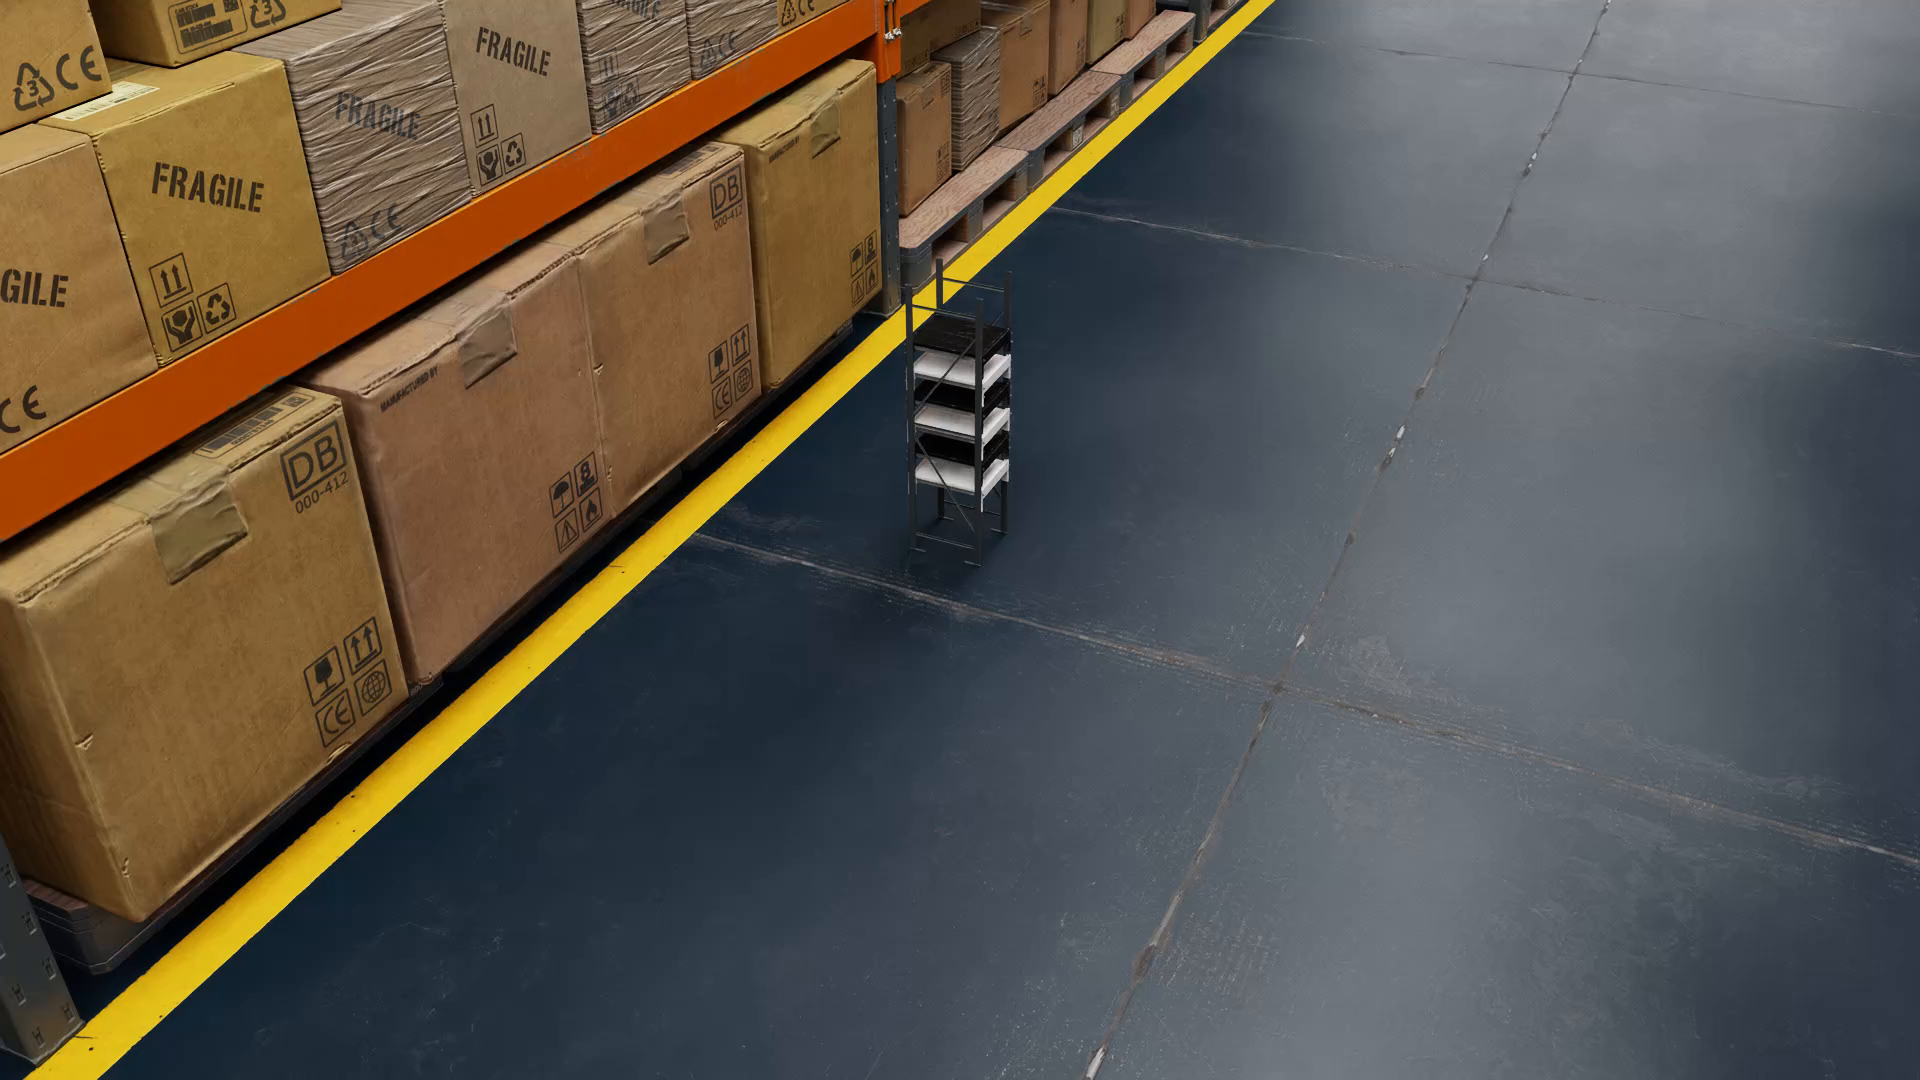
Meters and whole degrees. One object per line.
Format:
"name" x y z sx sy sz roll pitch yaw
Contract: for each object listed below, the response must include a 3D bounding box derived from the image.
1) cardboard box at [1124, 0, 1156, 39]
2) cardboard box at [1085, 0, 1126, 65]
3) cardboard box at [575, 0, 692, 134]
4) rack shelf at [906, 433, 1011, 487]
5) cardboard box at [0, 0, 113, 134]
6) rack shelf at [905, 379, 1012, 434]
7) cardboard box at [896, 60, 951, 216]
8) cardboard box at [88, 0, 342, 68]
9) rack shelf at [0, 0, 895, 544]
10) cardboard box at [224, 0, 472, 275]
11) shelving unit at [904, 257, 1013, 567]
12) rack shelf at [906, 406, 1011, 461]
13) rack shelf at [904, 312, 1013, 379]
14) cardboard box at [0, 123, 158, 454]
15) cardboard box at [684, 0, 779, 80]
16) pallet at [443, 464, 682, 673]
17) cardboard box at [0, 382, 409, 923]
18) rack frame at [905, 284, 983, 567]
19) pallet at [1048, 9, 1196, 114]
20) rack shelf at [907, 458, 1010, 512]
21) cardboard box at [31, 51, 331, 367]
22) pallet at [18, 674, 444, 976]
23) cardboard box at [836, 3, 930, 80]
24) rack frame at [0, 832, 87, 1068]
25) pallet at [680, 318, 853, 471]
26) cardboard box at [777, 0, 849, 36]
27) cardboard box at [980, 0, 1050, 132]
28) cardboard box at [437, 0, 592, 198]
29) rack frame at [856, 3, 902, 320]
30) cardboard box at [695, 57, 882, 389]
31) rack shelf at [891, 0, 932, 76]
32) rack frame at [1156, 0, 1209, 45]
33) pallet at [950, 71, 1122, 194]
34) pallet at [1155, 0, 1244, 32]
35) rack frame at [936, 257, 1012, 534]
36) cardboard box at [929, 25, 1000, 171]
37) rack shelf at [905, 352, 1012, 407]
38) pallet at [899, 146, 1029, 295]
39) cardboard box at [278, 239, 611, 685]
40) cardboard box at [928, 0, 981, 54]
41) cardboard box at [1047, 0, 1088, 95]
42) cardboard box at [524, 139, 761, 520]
"cardboard box" 0.682 -3.099 9.119 0.700 0.500 0.500 11 35 17
"cardboard box" 0.466 -2.866 8.763 0.700 0.500 0.500 14 36 20
"cardboard box" -1.124 -1.502 4.713 0.500 0.500 0.500 13 35 19
"rack shelf" -0.003 -0.269 5.065 0.258 0.077 0.200 14 36 20
"cardboard box" -2.129 -1.058 3.122 0.797 0.503 0.637 13 36 19
"rack shelf" -0.003 -0.420 4.966 0.258 0.077 0.200 14 36 20
"cardboard box" -0.453 -1.746 7.055 0.700 0.500 0.500 12 35 18
"cardboard box" -1.831 -1.397 3.639 0.797 0.503 0.637 15 36 21
"rack shelf" -1.552 -0.972 4.653 1.077 0.370 4.000 14 36 20
"cardboard box" -1.549 -0.990 3.933 0.500 0.500 0.500 13 36 19
"shelving unit" -0.003 -0.372 4.997 0.258 0.900 0.210 14 36 20
"rack shelf" -0.003 -0.344 5.015 0.258 0.077 0.200 14 36 20
"rack shelf" -0.003 -0.570 4.867 0.258 0.077 0.200 14 36 20
"cardboard box" -1.969 -0.490 3.171 0.500 0.500 0.500 14 36 21
"cardboard box" -0.910 -1.761 5.109 0.500 0.500 0.500 14 36 20
"pallet" -1.625 -0.122 5.243 1.003 0.211 1.213 14 36 20
"cardboard box" -2.139 0.113 3.897 1.225 0.875 0.875 14 36 21
"rack frame" -0.046 -0.322 4.920 0.240 0.900 0.006 14 36 20
"pallet" 0.634 -2.707 9.185 1.003 0.211 1.213 14 36 20
"rack shelf" -0.003 -0.194 5.114 0.258 0.077 0.200 14 36 20
"cardboard box" -1.759 -0.741 3.553 0.500 0.500 0.500 14 36 21
"pallet" -2.134 0.488 4.313 1.003 0.211 1.213 14 36 20
"cardboard box" -0.462 -2.062 6.853 0.500 0.250 0.500 16 36 22
"rack frame" -2.388 -0.277 2.936 1.000 3.000 0.127 14 36 20
"pallet" -1.113 -0.727 6.167 1.003 0.211 1.213 14 36 20
"cardboard box" -0.696 -2.008 5.486 0.500 0.500 0.500 15 36 22
"cardboard box" -0.001 -2.309 7.914 0.700 0.500 0.500 17 37 24
"cardboard box" -1.338 -1.248 4.327 0.500 0.500 0.500 15 36 21
"rack frame" -0.715 -2.269 5.975 1.000 3.000 0.127 14 36 20
"cardboard box" -1.022 -1.217 5.925 1.225 0.875 0.875 13 35 18
"rack shelf" 0.122 -2.964 7.691 1.077 0.370 4.000 14 36 20
"rack frame" 0.959 -4.261 9.013 1.000 3.000 0.127 14 36 20
"pallet" 0.125 -2.097 8.255 1.003 0.211 1.213 14 36 20
"pallet" 1.208 -3.437 10.300 1.003 0.211 1.213 14 36 20
"rack frame" 0.039 -0.423 5.074 0.240 0.900 0.006 14 36 20
"cardboard box" -0.232 -2.025 7.481 0.700 0.500 0.500 11 35 17
"rack shelf" -0.003 -0.495 4.917 0.258 0.077 0.200 14 36 20
"pallet" -0.386 -1.492 7.332 1.003 0.211 1.213 14 36 20
"cardboard box" -1.766 -0.332 4.576 1.225 0.875 0.875 13 35 19
"cardboard box" -0.249 -2.328 7.260 0.500 0.250 0.500 18 37 26
"cardboard box" 0.232 -2.587 8.338 0.700 0.500 0.500 11 35 16
"cardboard box" -1.402 -0.775 5.251 1.225 0.875 0.875 14 36 21
